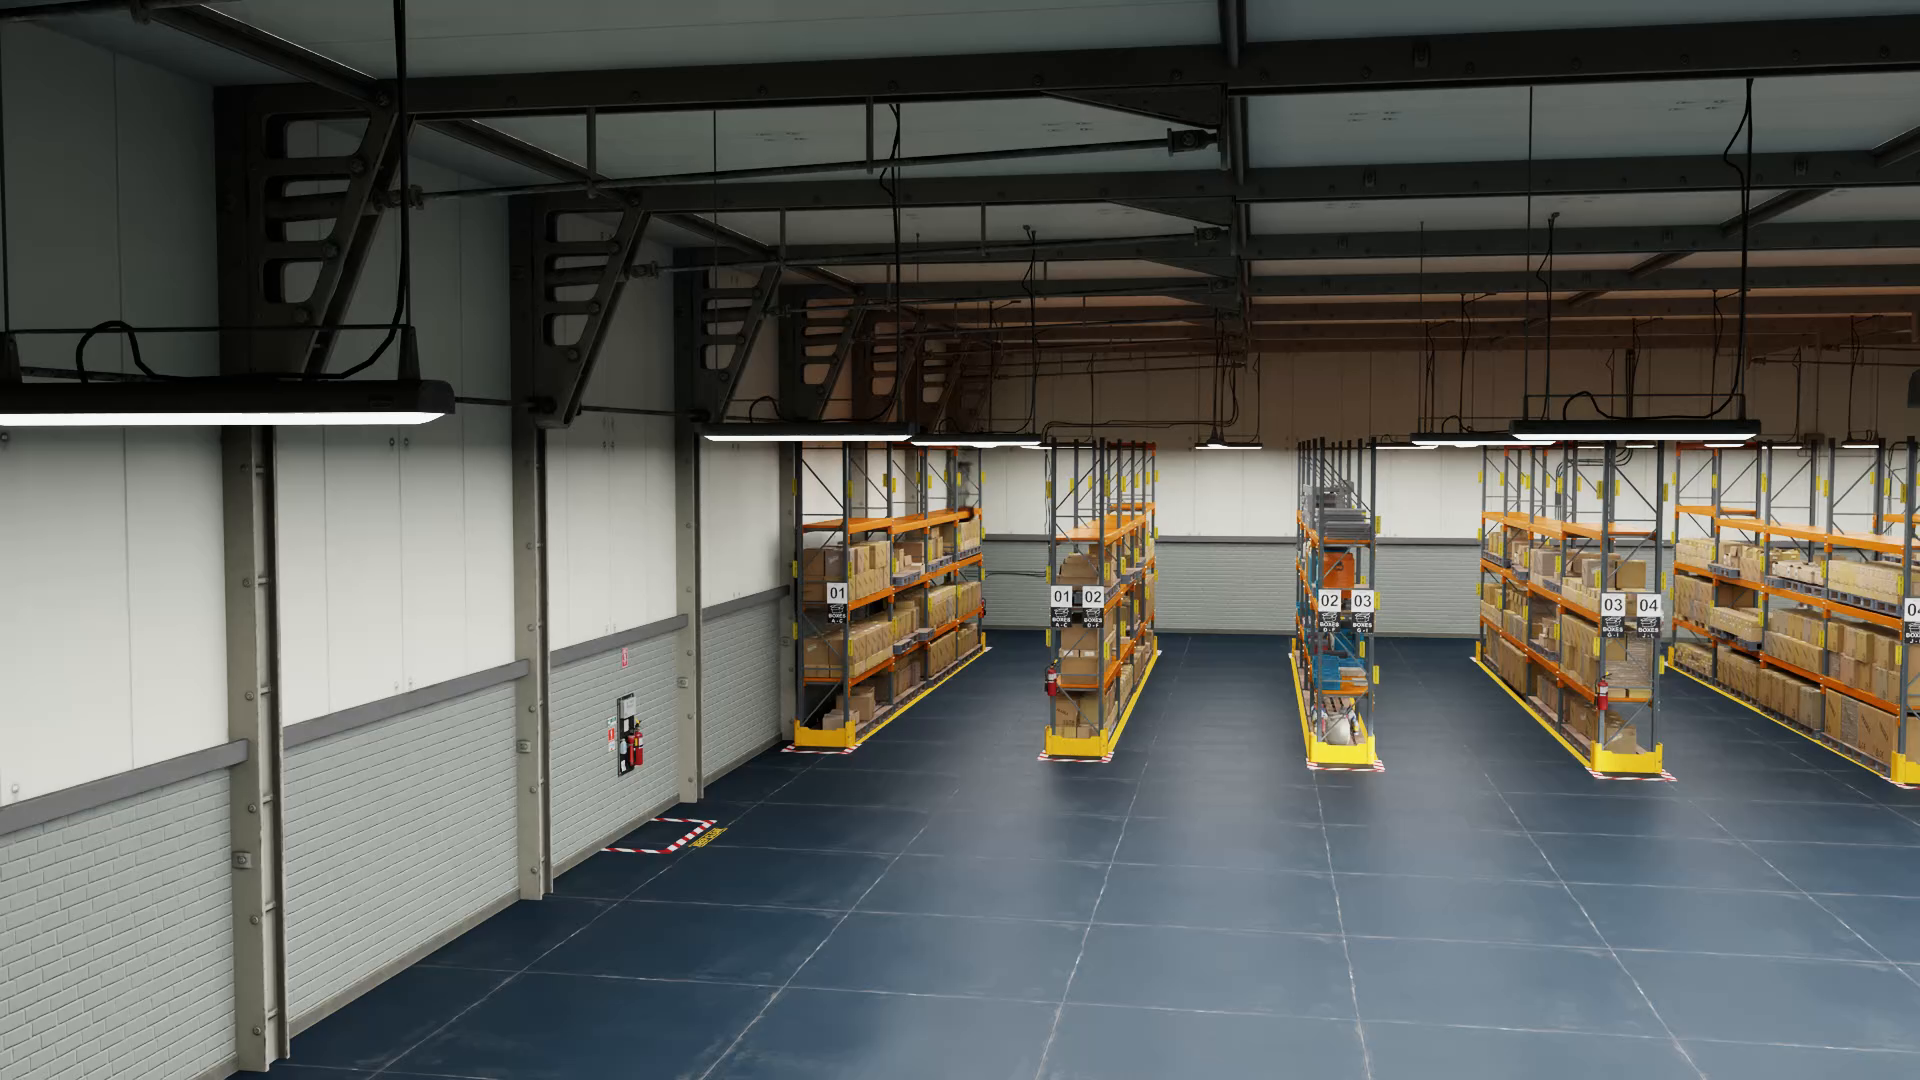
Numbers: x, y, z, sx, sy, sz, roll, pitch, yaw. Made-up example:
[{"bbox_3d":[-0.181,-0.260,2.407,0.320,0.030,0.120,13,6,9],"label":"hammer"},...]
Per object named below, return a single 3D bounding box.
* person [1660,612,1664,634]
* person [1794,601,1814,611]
[{"bbox_3d":[19.118,2.464,45.820,0.608,1.675,0.755,0,3,-8],"label":"person"},{"bbox_3d":[23.354,2.409,46.129,0.849,1.765,0.683,-1,3,-13],"label":"person"}]
